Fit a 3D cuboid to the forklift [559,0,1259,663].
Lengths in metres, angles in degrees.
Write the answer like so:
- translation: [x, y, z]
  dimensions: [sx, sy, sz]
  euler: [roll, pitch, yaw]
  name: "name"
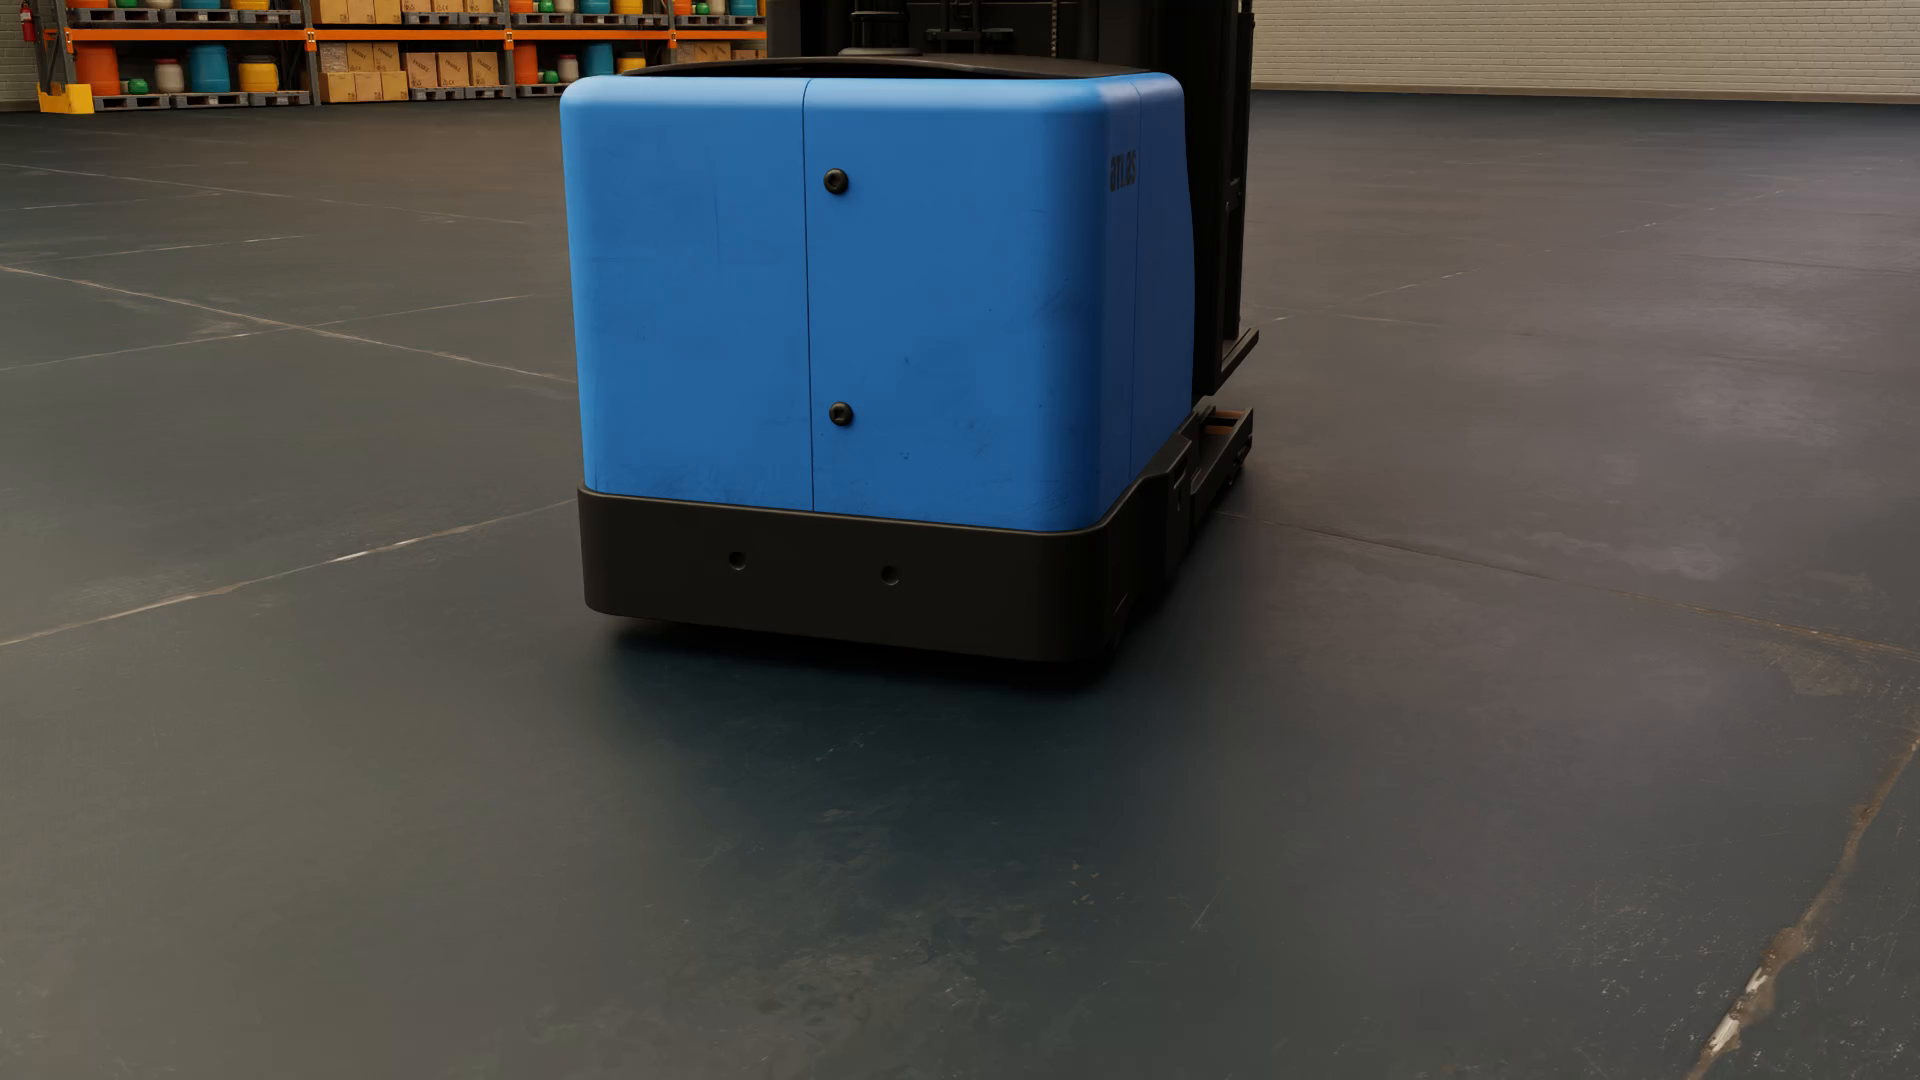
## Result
- translation: [0.182, -1.571, 4.072]
  dimensions: [1.130, 2.935, 3.031]
  euler: [5, 18, 17]
  name: "forklift"
